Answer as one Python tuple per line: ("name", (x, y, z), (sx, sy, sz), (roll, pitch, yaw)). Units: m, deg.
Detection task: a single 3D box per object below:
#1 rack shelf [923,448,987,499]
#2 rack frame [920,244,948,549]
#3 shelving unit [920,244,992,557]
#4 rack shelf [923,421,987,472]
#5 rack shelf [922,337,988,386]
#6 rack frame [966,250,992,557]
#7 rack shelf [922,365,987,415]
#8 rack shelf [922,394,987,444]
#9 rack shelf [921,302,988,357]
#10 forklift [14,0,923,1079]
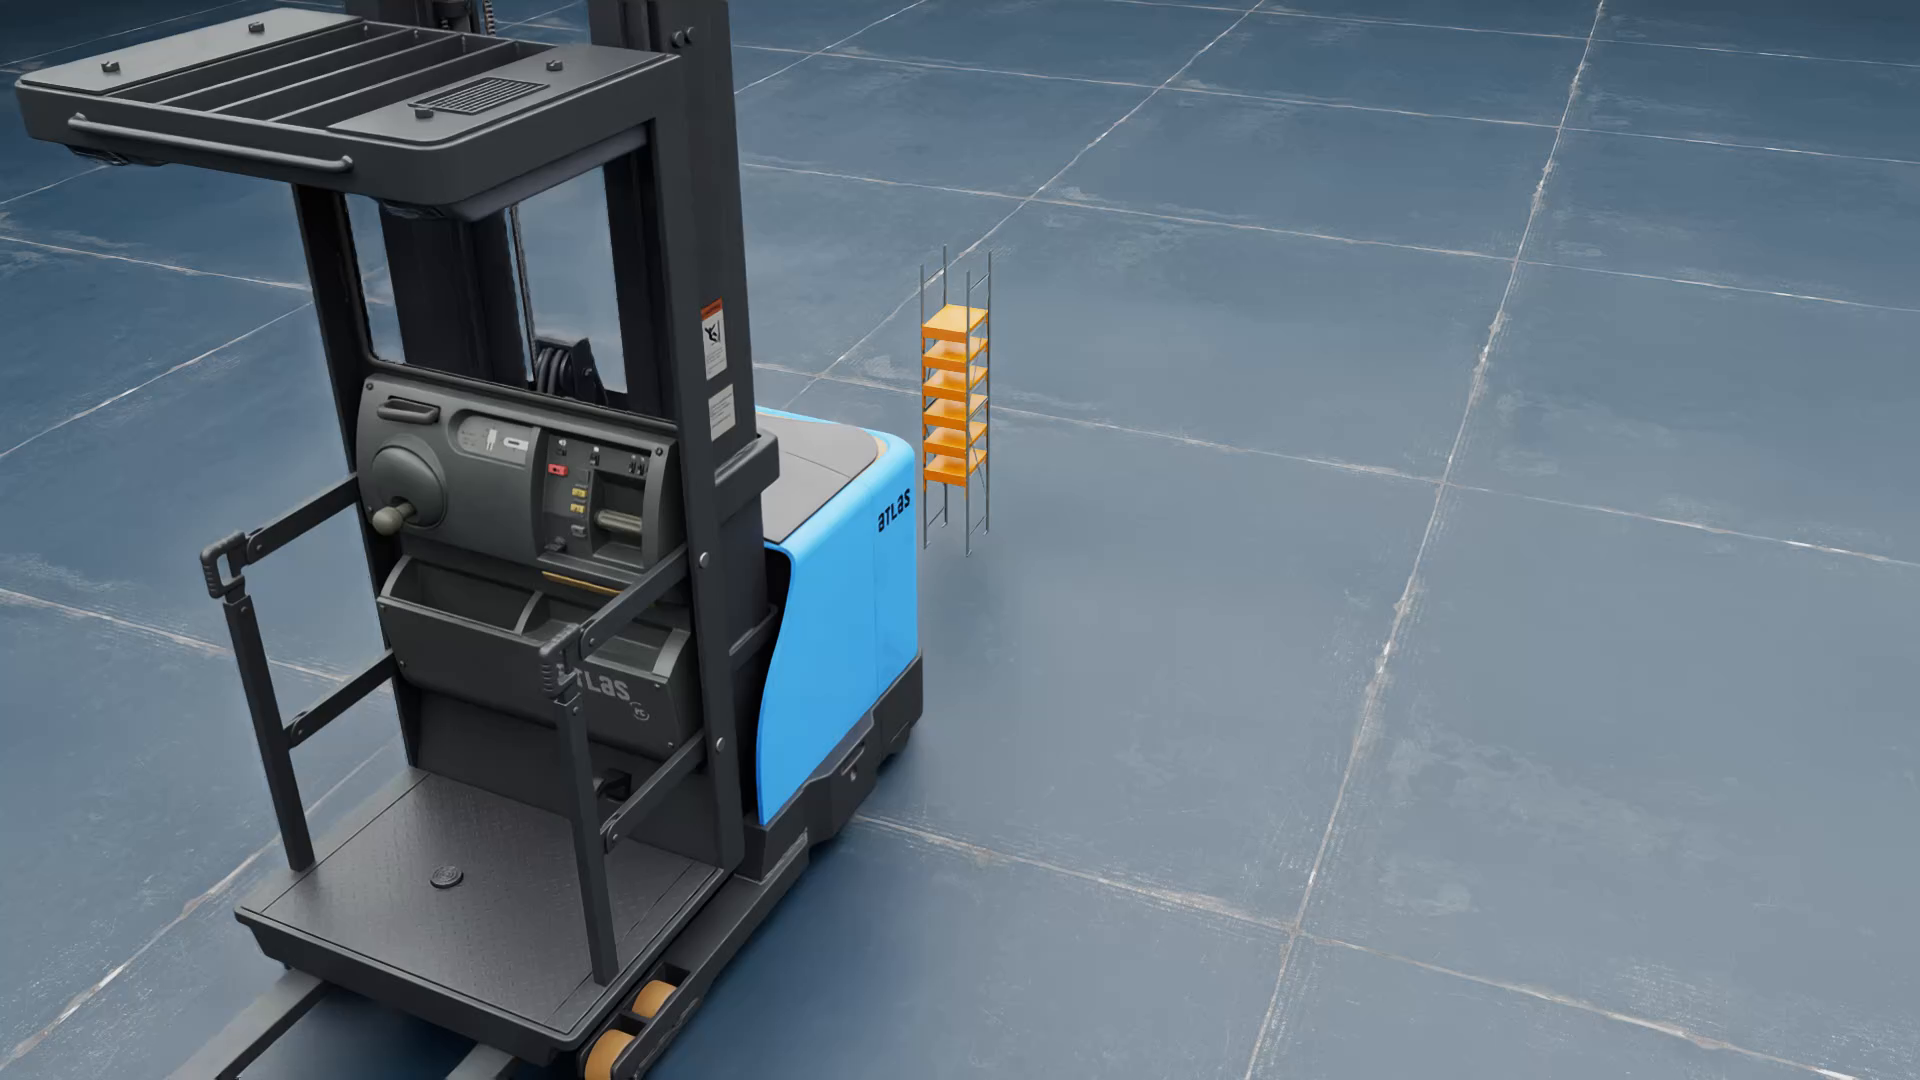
("rack shelf", (-0.013, -0.277, 6.599), (0.180, 0.103, 0.258), (11, 31, 19))
("rack frame", (-0.098, -0.542, 6.489), (0.006, 1.200, 0.240), (11, 31, 19))
("shelving unit", (-0.013, -0.525, 6.459), (0.189, 1.200, 0.258), (11, 31, 19))
("rack shelf", (-0.013, -0.382, 6.540), (0.180, 0.103, 0.258), (11, 31, 19))
("rack shelf", (-0.013, -0.695, 6.363), (0.180, 0.103, 0.258), (11, 31, 19))
("rack frame", (0.071, -0.508, 6.430), (0.006, 1.200, 0.240), (11, 31, 19))
("rack shelf", (-0.013, -0.591, 6.422), (0.180, 0.103, 0.258), (11, 31, 19))
("rack shelf", (-0.013, -0.486, 6.481), (0.180, 0.103, 0.258), (11, 31, 19))
("rack shelf", (-0.013, -0.800, 6.304), (0.180, 0.103, 0.258), (11, 31, 19))
("forklift", (-1.207, -0.103, 3.953), (1.130, 2.935, 3.031), (13, 32, 22))
